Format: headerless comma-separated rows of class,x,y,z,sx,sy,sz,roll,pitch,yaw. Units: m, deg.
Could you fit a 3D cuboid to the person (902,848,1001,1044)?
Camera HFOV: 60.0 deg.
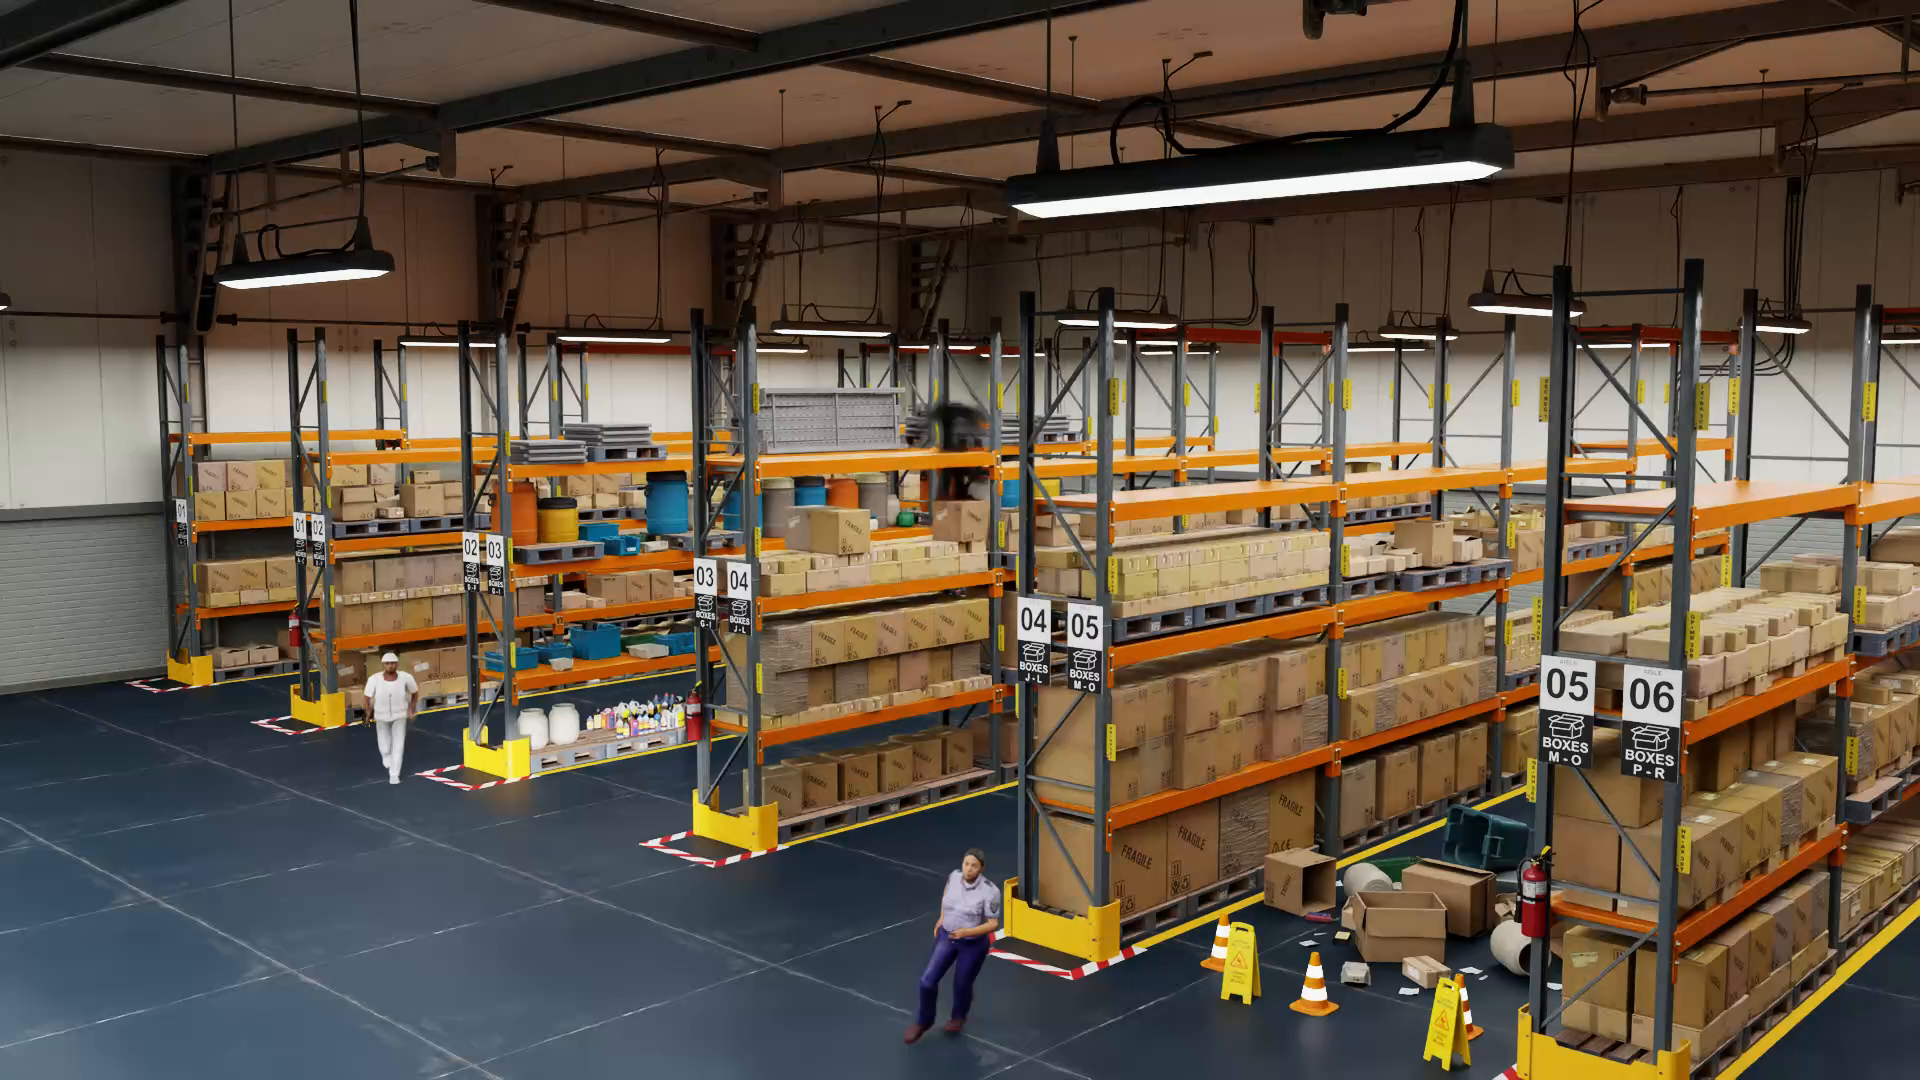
person,-0.037,3.152,12.967,0.777,1.569,0.745,2,6,21

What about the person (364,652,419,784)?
person,-7.384,2.288,21.622,0.684,1.708,0.658,-1,6,-15
